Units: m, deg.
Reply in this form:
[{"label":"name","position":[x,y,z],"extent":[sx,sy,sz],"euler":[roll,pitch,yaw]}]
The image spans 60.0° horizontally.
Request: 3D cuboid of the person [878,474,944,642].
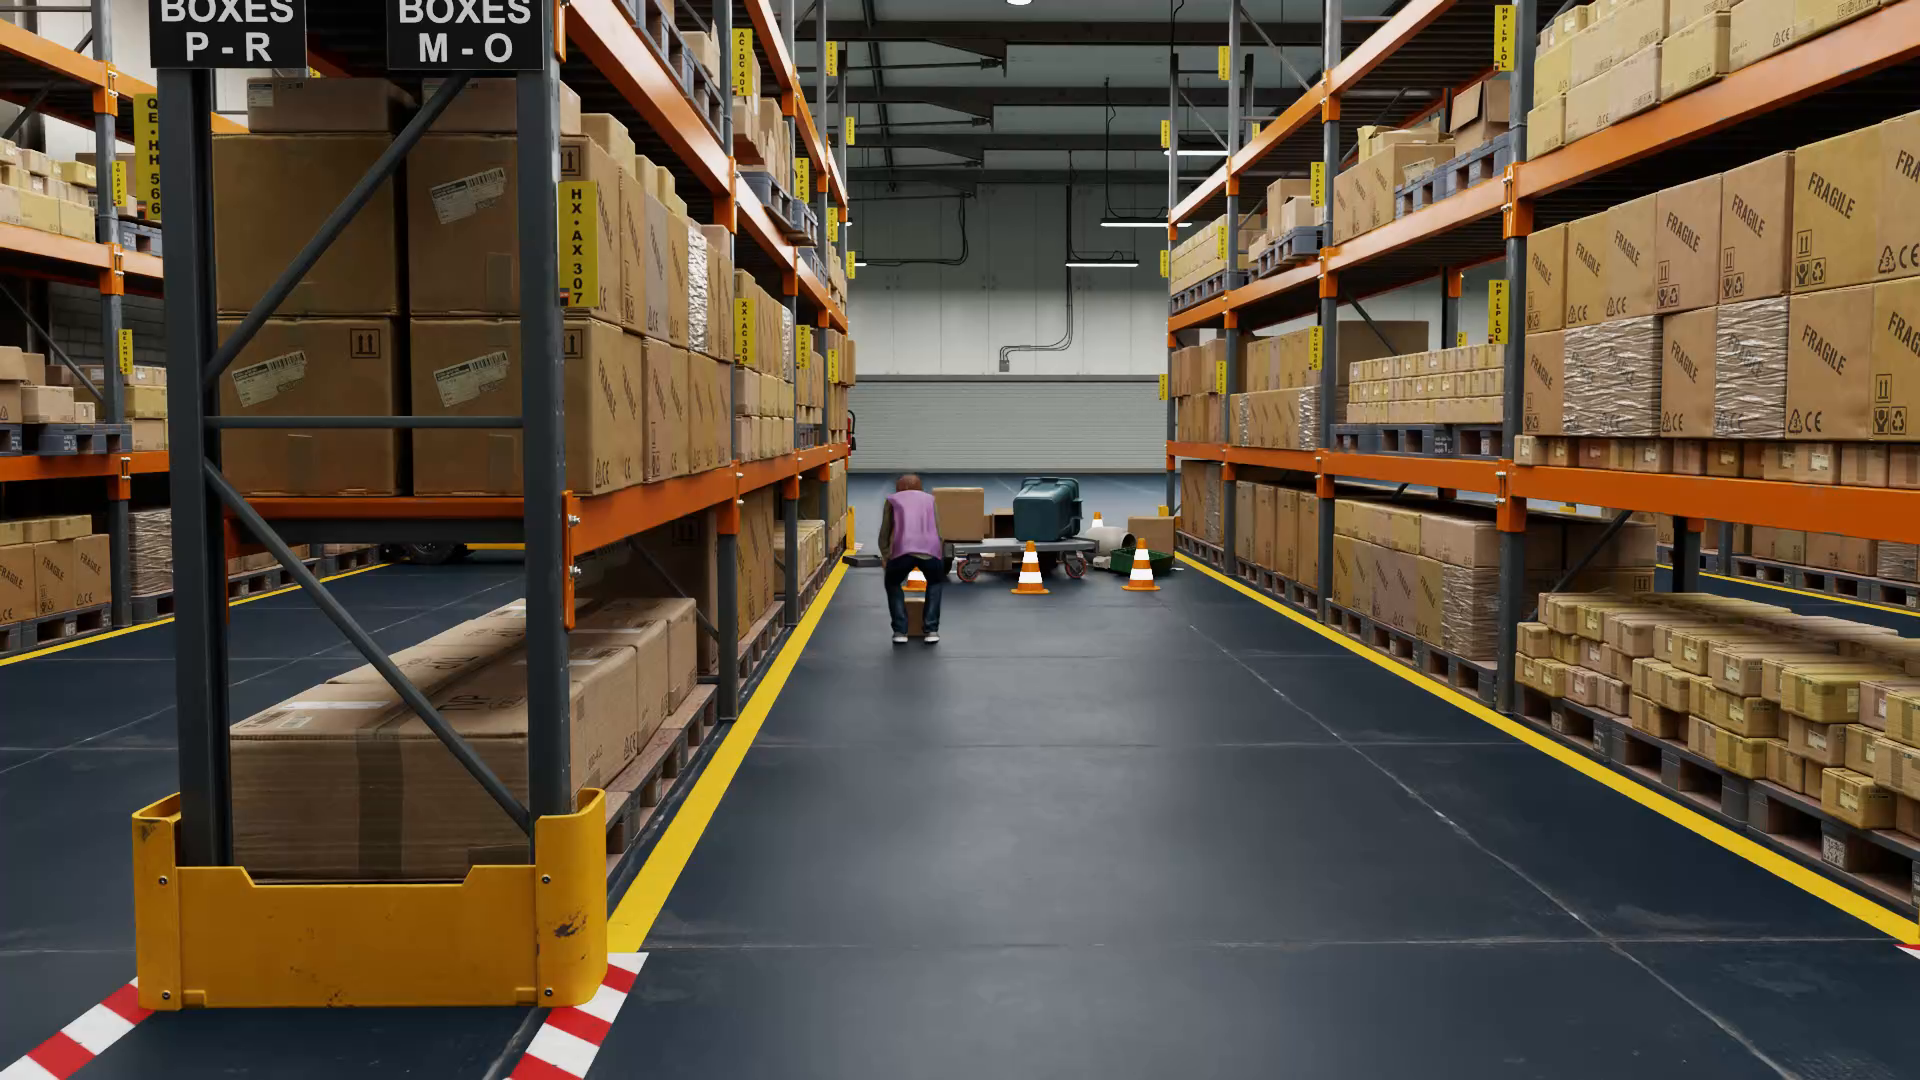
[{"label":"person","position":[-0.343,0.129,11.577],"extent":[0.462,1.158,0.725],"euler":[0,4,-1]}]
